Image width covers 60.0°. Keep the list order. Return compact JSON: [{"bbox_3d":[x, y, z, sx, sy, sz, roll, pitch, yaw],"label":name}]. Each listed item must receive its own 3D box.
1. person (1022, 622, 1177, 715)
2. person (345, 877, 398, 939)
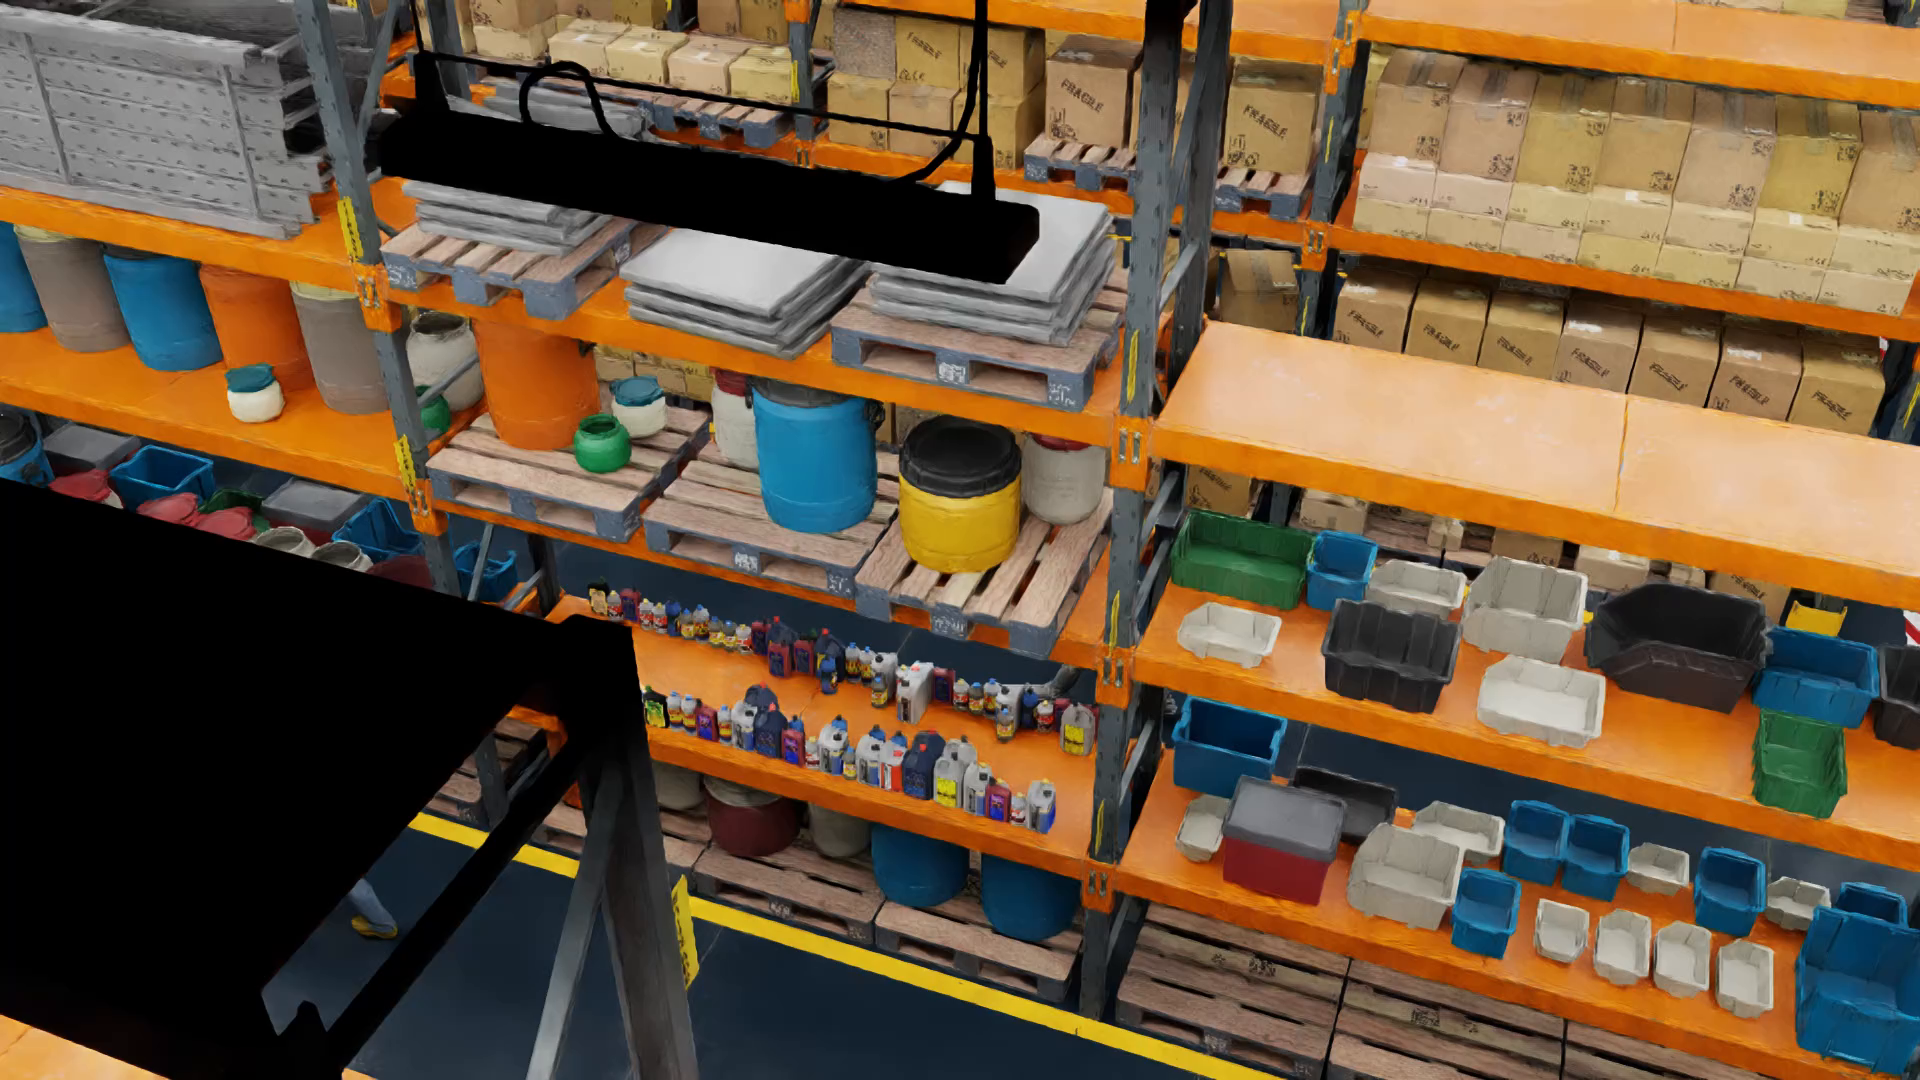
[{"bbox_3d":[0.997,0.505,11.343,1.086,1.589,0.482,14,39,18],"label":"person"},{"bbox_3d":[-3.924,1.707,9.638,1.035,1.708,0.571,7,37,10],"label":"person"}]
